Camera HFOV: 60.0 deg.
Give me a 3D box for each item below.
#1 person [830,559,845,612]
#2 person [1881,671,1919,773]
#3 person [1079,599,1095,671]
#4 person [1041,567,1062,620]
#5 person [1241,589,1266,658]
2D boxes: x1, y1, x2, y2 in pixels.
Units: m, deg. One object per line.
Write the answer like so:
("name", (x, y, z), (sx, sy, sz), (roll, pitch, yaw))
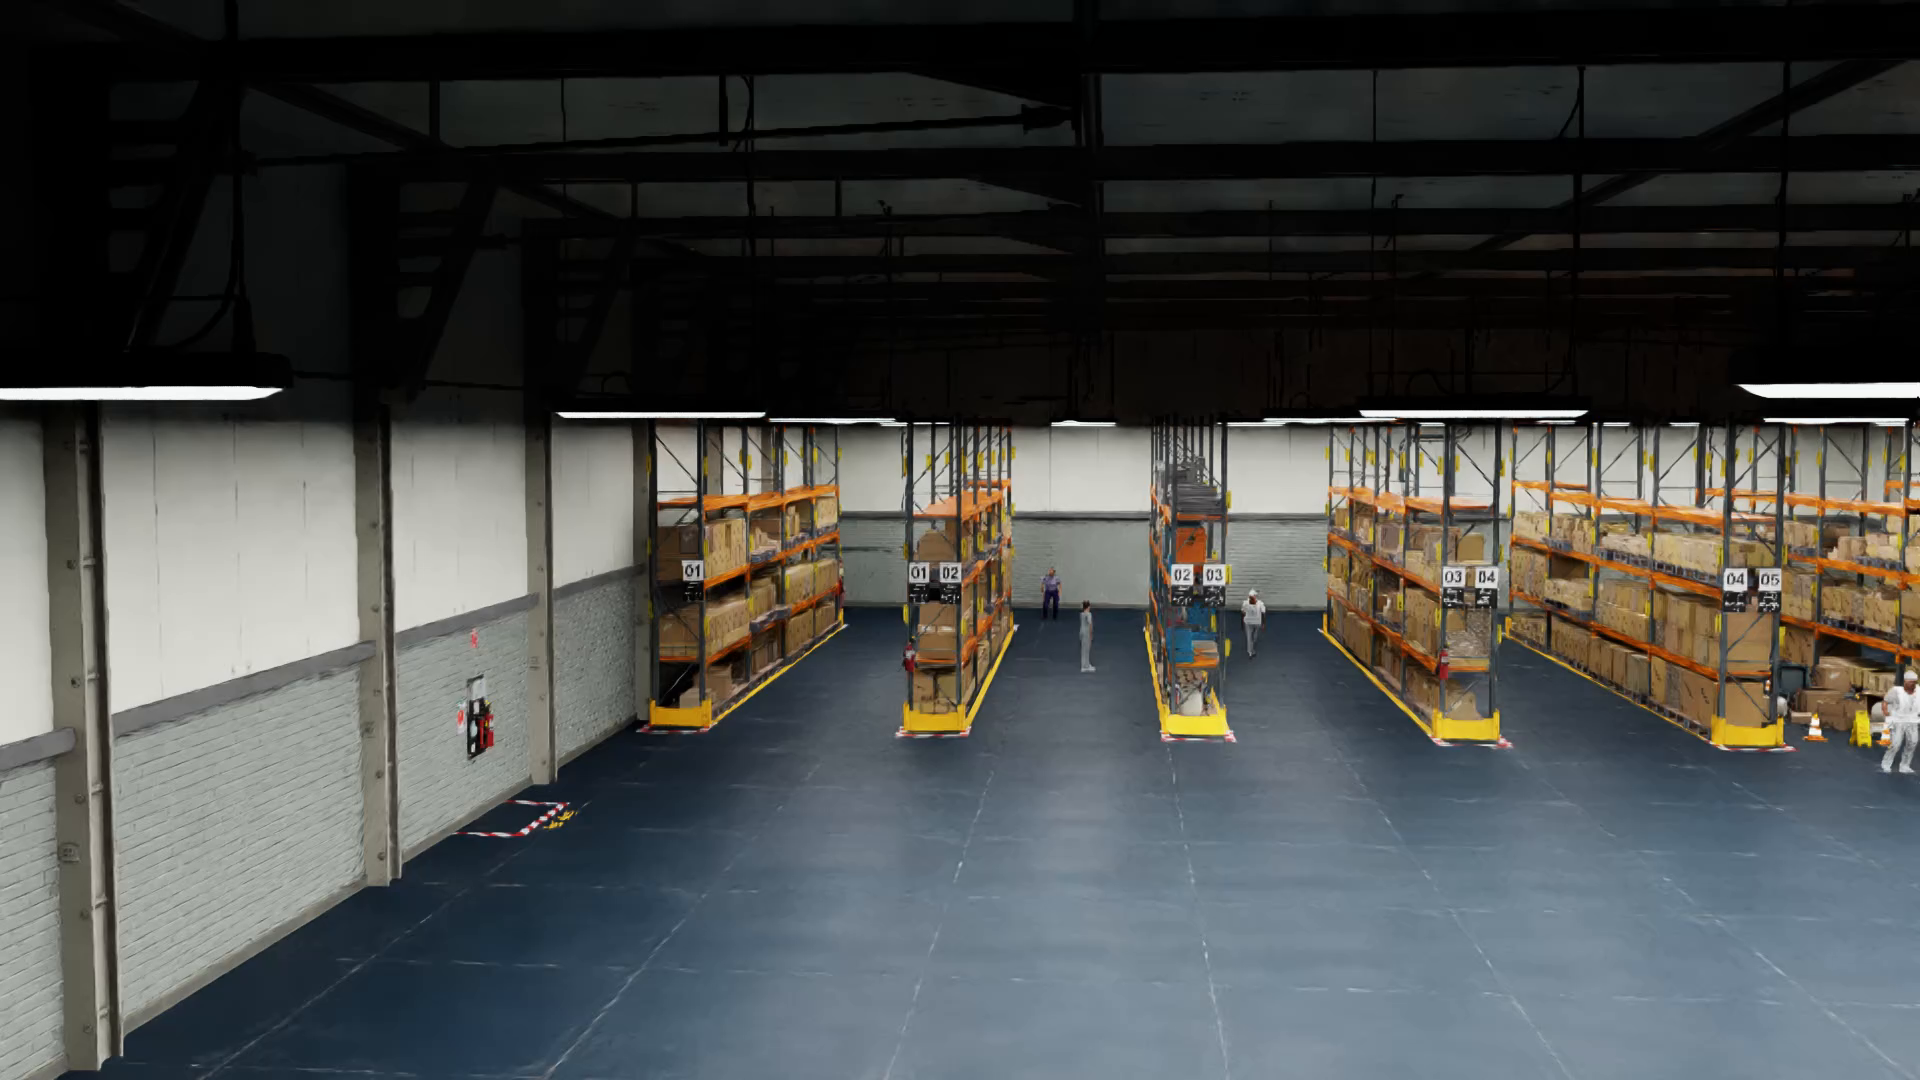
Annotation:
("person", (-3.895, 1.423, 51.794), (0.617, 1.650, 0.504), (-3, 5, -33))
("person", (15.626, 3.012, 27.504), (0.702, 1.735, 0.549), (0, 4, 3))
("person", (3.018, 2.236, 39.196), (0.441, 1.675, 0.496), (-2, 4, -23))
("person", (2.729, 1.583, 49.672), (0.625, 1.574, 0.503), (0, 4, 3))
("person", (7.341, 2.071, 41.577), (0.591, 1.716, 1.042), (0, 4, 4))
